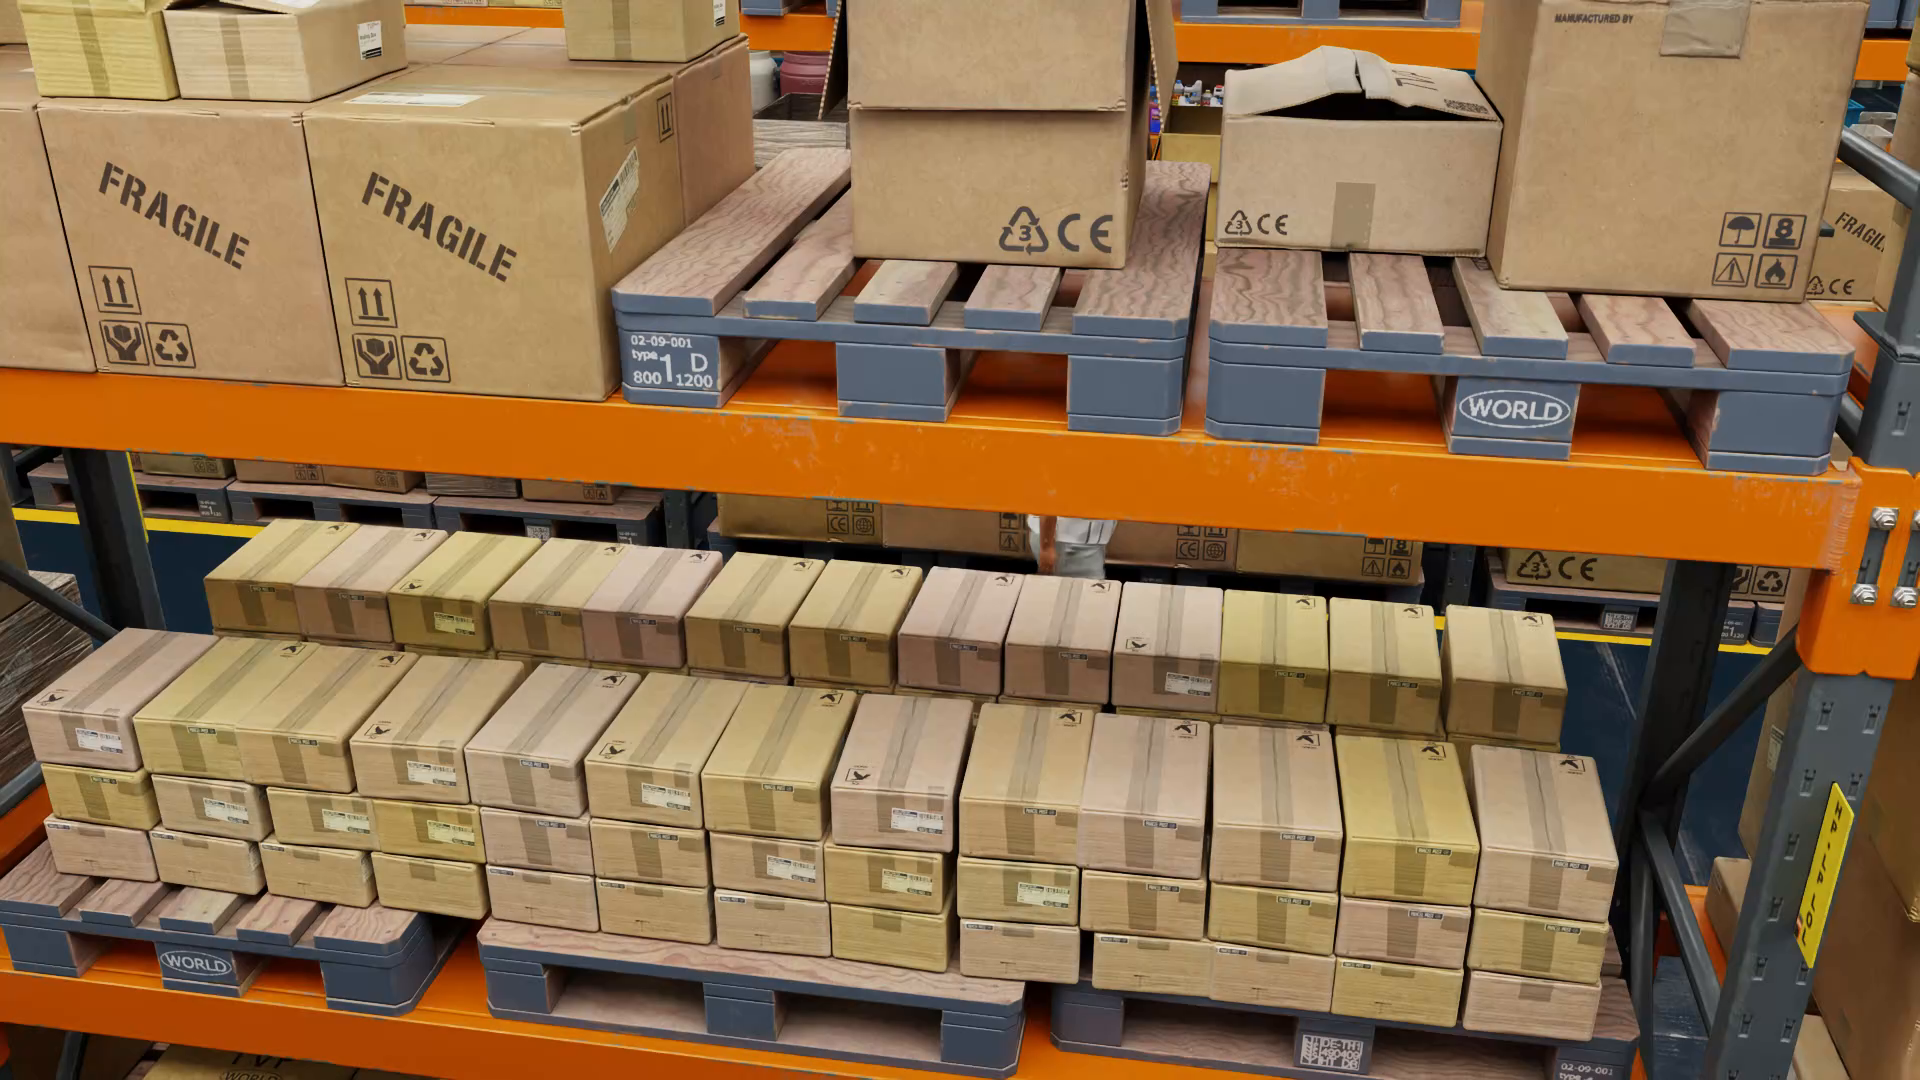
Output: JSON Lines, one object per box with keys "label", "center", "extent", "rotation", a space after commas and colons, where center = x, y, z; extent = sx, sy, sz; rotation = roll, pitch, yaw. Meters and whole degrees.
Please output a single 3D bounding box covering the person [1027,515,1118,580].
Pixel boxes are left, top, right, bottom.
{"label": "person", "center": [0.480, -0.021, 7.132], "extent": [0.534, 1.654, 0.550], "rotation": [8, 26, 17]}
